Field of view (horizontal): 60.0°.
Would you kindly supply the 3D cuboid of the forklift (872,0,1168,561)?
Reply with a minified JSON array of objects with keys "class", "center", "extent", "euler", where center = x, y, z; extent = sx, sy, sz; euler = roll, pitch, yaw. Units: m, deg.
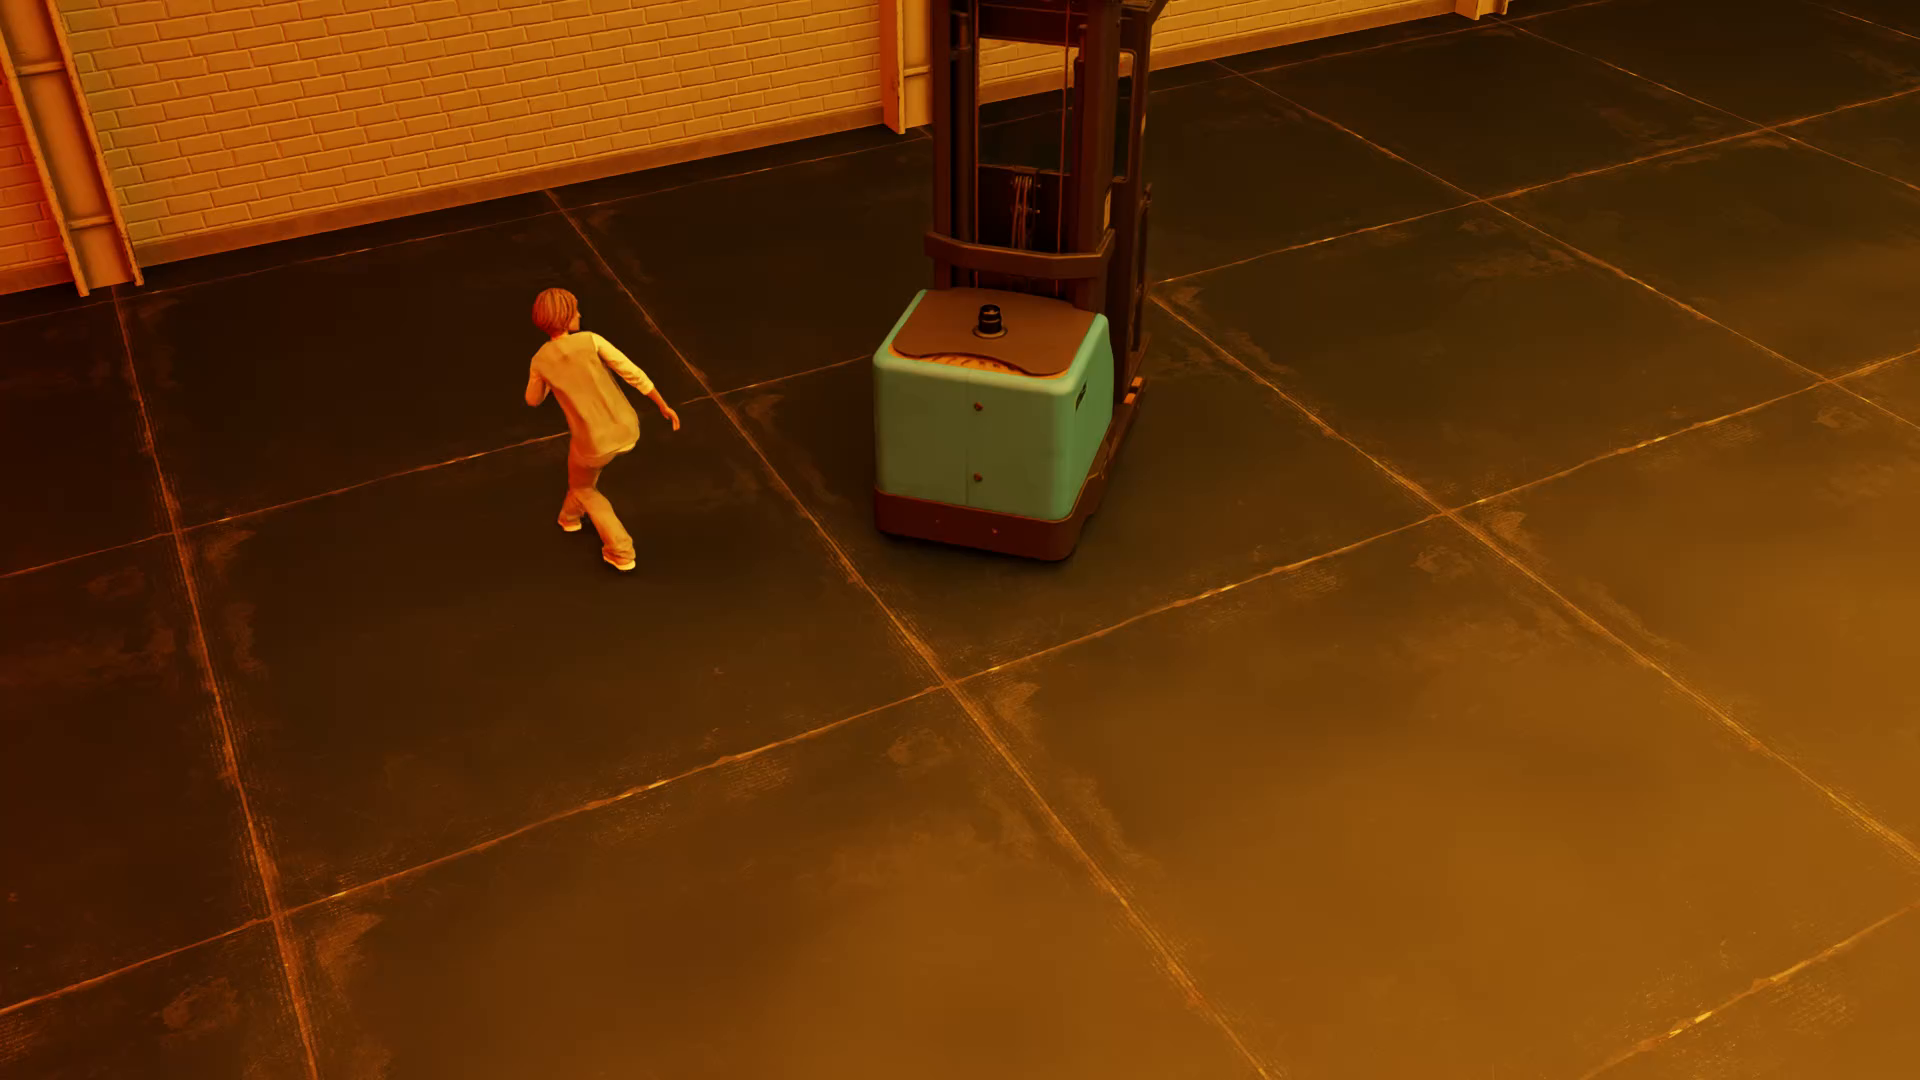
[{"class":"forklift","center":[0.470,-1.941,8.869],"extent":[1.130,2.935,3.031],"euler":[10,36,14]}]

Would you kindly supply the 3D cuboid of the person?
[{"class":"person","center":[-1.797,-0.605,8.270],"extent":[0.645,1.448,0.730],"euler":[-18,39,-24]}]
